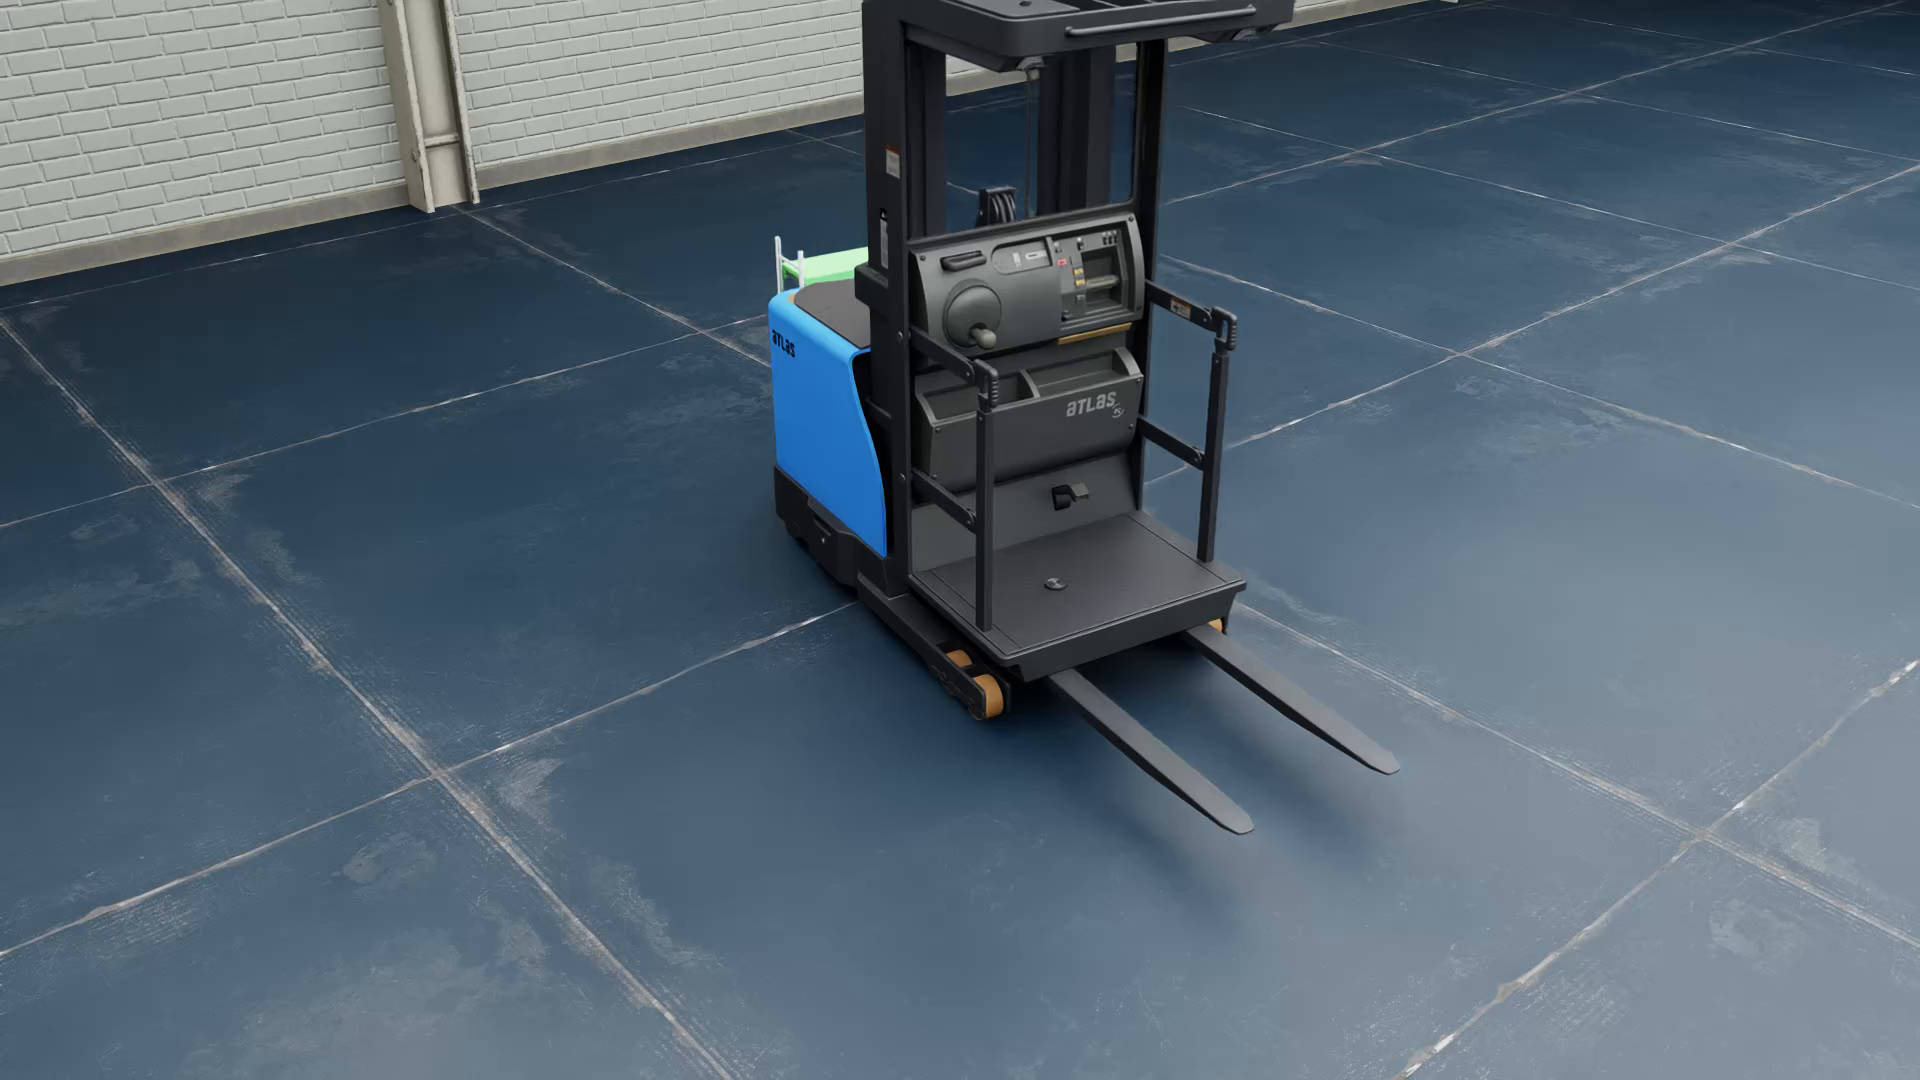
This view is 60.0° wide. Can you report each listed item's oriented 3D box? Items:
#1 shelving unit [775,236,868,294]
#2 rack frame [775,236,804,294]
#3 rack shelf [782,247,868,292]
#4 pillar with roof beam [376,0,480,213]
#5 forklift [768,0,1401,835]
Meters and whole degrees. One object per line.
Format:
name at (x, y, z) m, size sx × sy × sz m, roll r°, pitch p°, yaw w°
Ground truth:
shelving unit at (-0.517, -0.785, 7.446) m, size 0.503 × 1.200 × 0.258 m, roll -16°, pitch 32°, yaw -27°
rack frame at (-0.726, -0.726, 7.335) m, size 0.015 × 1.200 × 0.240 m, roll -16°, pitch 32°, yaw -27°
rack shelf at (-0.517, -1.152, 7.250) m, size 0.480 × 0.148 × 0.258 m, roll -16°, pitch 32°, yaw -27°
pillar with roof beam at (-0.828, -4.796, 6.677) m, size 0.400 × 9.000 × 9.100 m, roll -22°, pitch 35°, yaw -35°
forklift at (0.373, -0.888, 5.802) m, size 1.130 × 2.935 × 3.031 m, roll -16°, pitch 32°, yaw -27°
